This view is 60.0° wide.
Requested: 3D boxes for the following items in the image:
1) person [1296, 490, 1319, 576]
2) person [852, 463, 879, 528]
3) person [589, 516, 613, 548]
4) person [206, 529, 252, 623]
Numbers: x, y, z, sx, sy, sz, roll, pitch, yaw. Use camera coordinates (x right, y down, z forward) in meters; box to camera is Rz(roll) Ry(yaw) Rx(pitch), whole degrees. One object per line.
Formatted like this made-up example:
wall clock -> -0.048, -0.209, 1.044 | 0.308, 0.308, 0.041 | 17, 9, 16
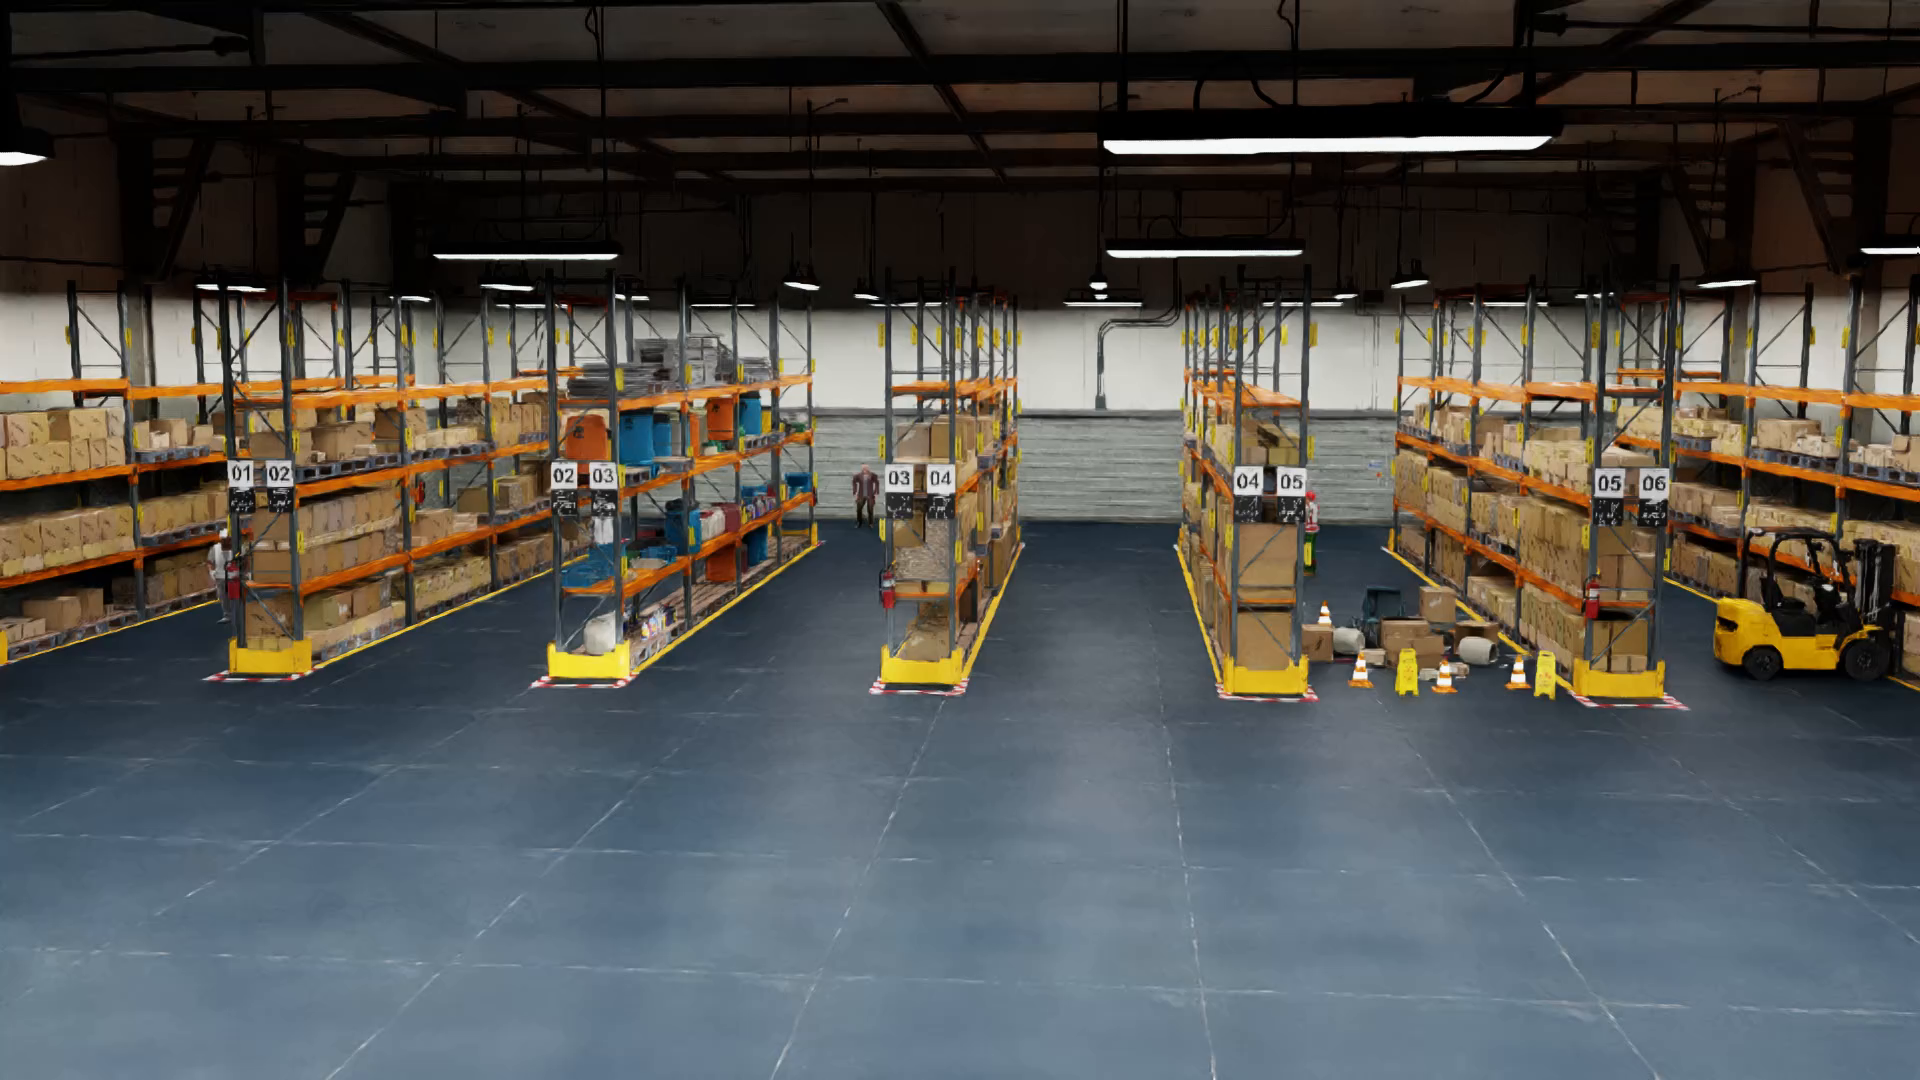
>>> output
person -> 7.343, -0.158, 35.109 | 0.547, 1.785, 0.646 | 5, 8, 34
person -> -2.493, -1.188, 43.938 | 0.729, 1.733, 0.546 | 0, 7, 3
person -> -7.261, 0.029, 33.997 | 0.677, 1.725, 0.552 | 0, 7, 4
person -> -12.677, 0.642, 28.871 | 0.701, 1.717, 0.849 | -1, 7, -11
